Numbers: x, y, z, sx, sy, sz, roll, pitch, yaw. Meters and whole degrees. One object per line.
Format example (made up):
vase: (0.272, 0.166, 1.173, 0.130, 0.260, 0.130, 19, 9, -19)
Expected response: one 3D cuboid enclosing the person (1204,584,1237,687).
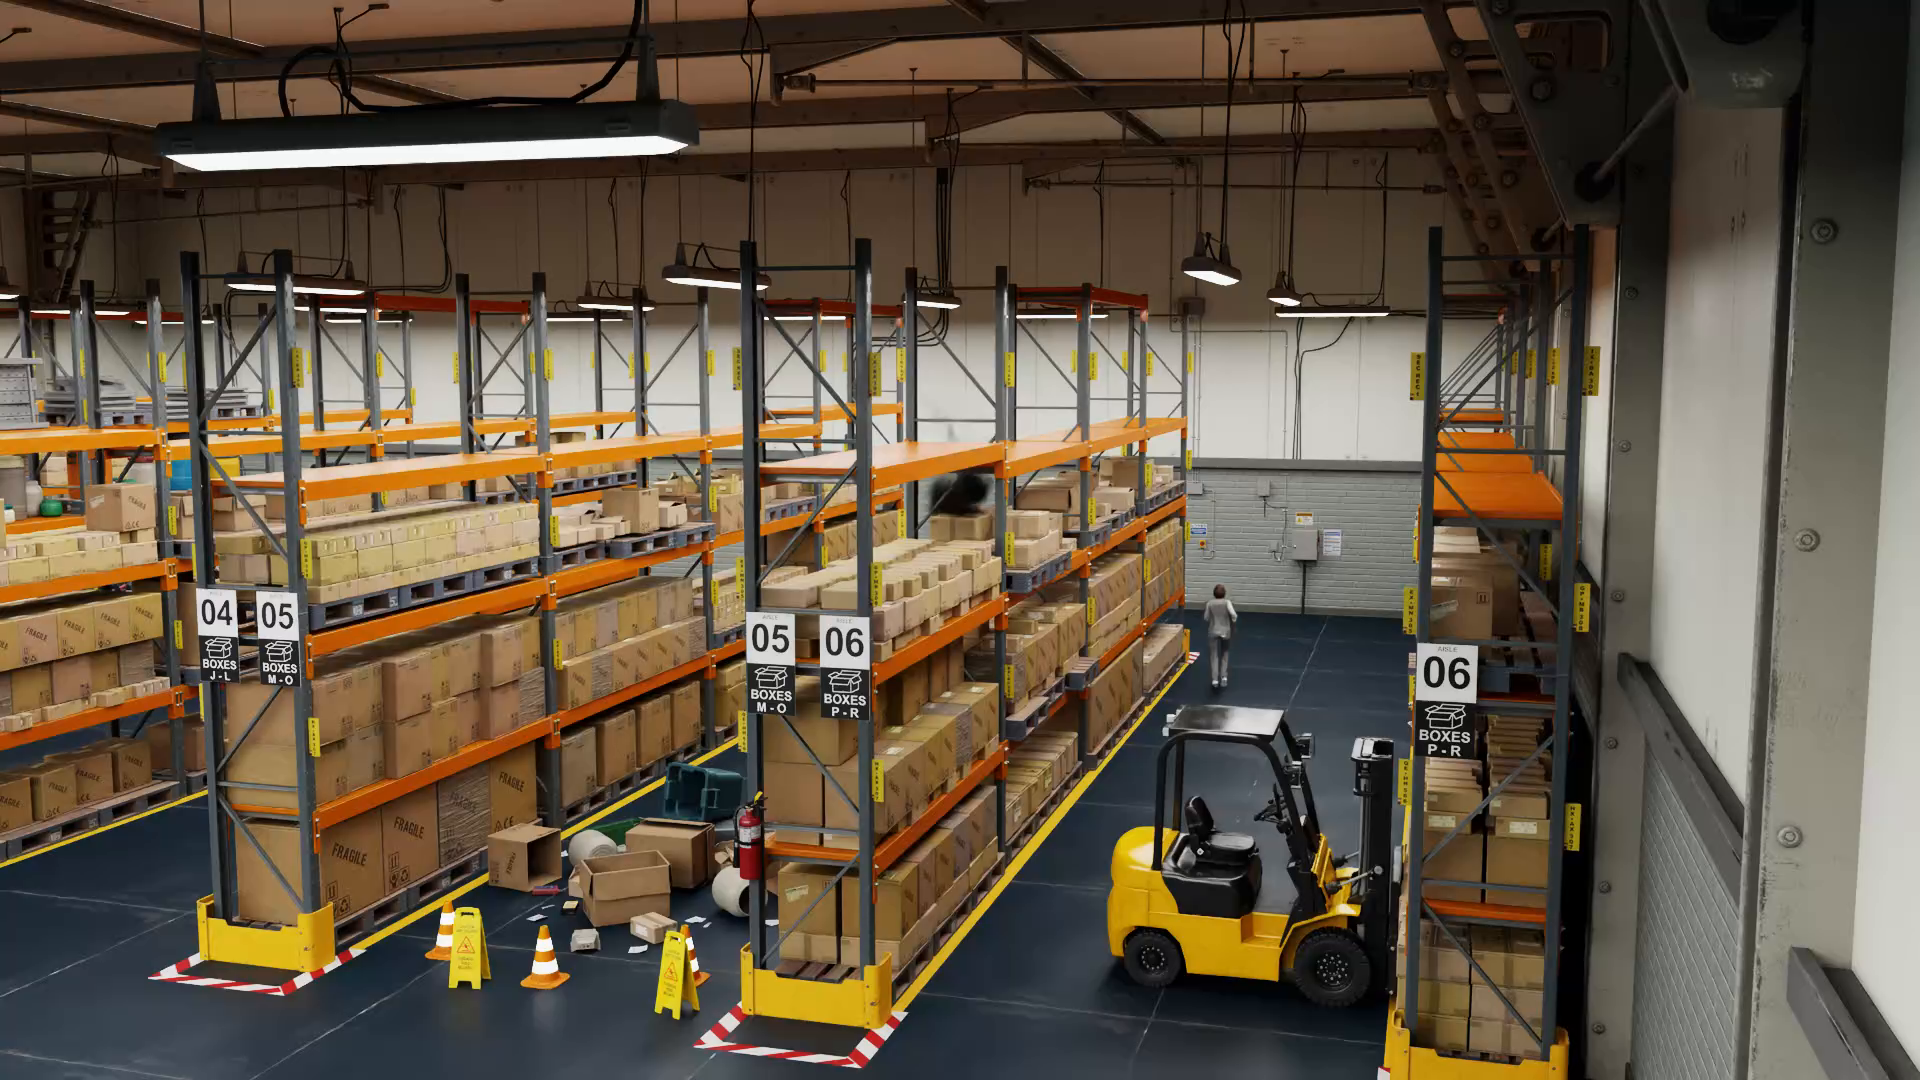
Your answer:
person: (4.010, 1.499, 25.654, 0.503, 1.646, 0.728, 1, 6, 8)
